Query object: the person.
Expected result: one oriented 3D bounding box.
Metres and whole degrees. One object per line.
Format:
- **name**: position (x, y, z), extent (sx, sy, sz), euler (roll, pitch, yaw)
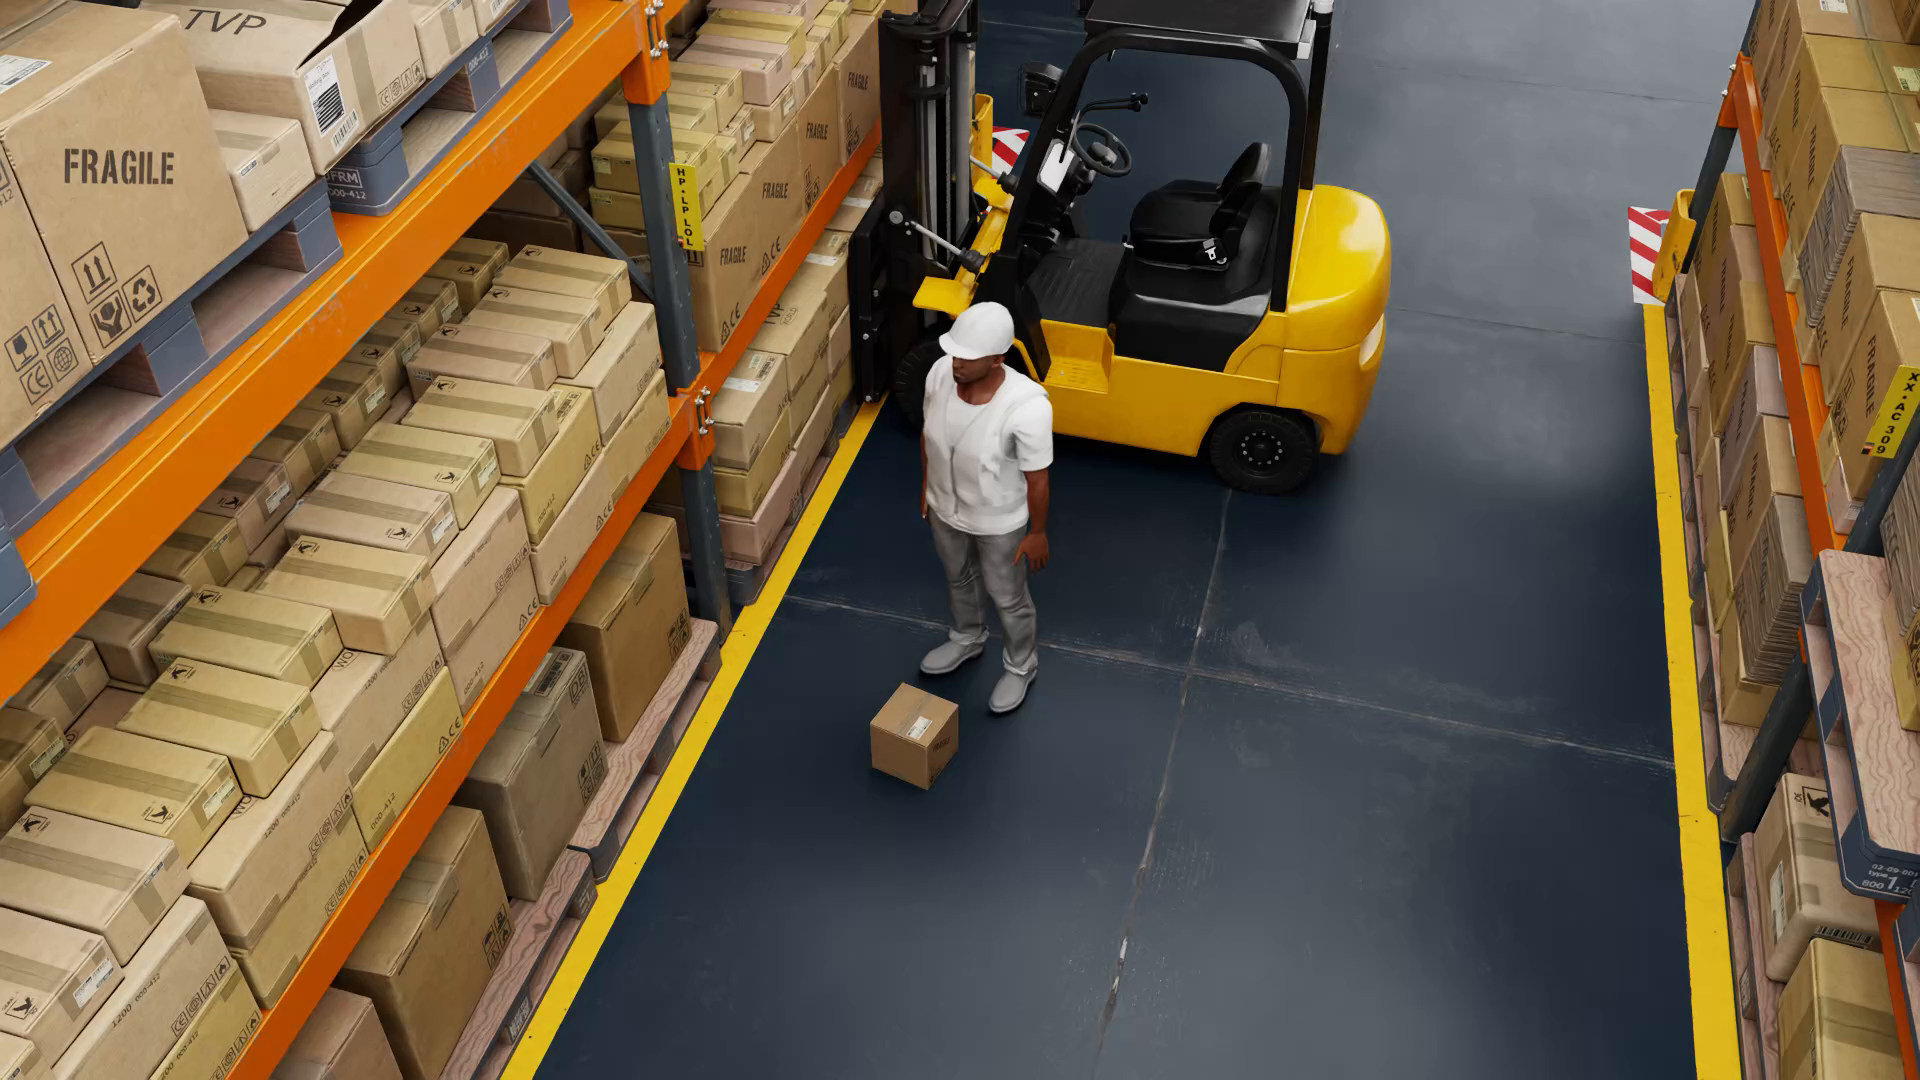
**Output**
- **person**: position (0.076, -0.123, 6.251), extent (0.607, 1.767, 0.341), euler (25, 47, 26)
